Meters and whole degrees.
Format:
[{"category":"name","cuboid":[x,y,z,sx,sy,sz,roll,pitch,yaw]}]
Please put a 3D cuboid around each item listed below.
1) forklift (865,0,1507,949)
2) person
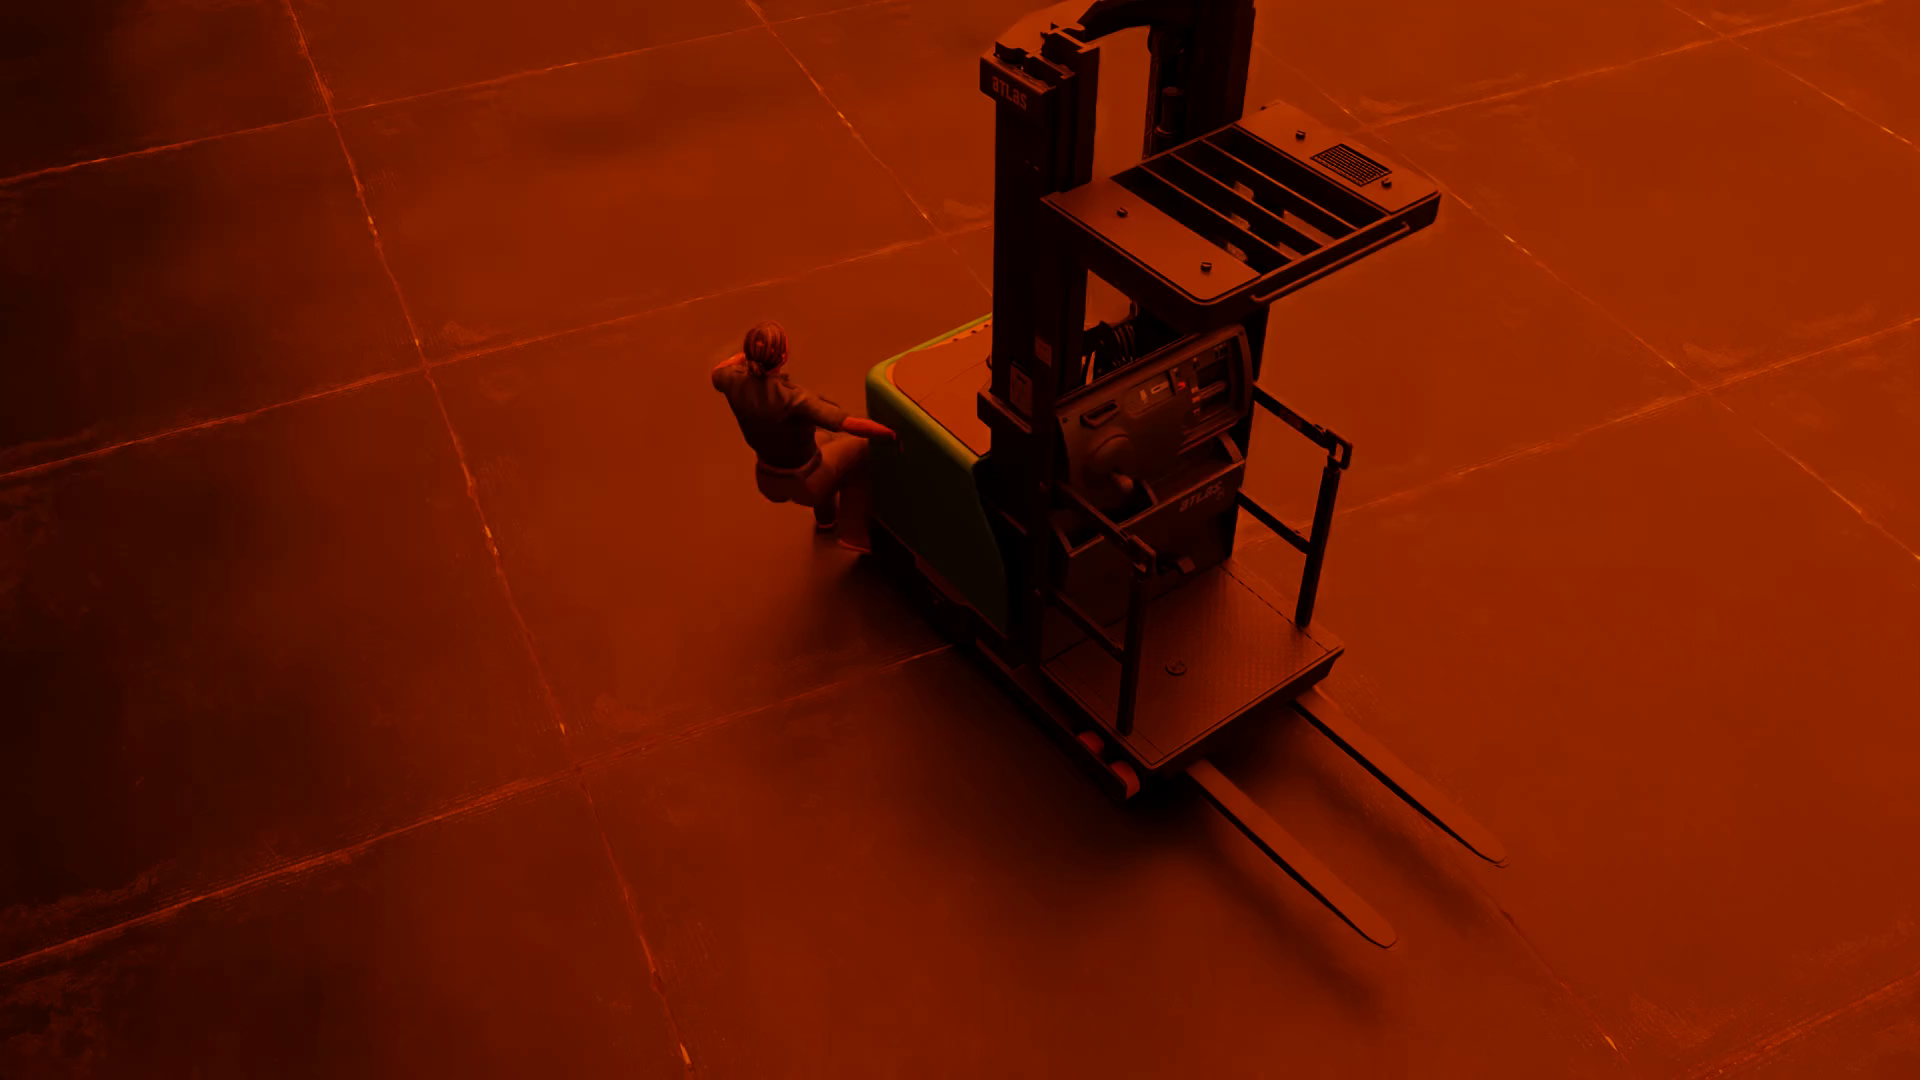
[{"category":"forklift","cuboid":[0.873,-0.409,6.118,1.130,2.935,3.031,-27,50,-26]},{"category":"person","cuboid":[-0.624,-0.475,7.293,0.886,1.412,0.798,15,45,16]}]
